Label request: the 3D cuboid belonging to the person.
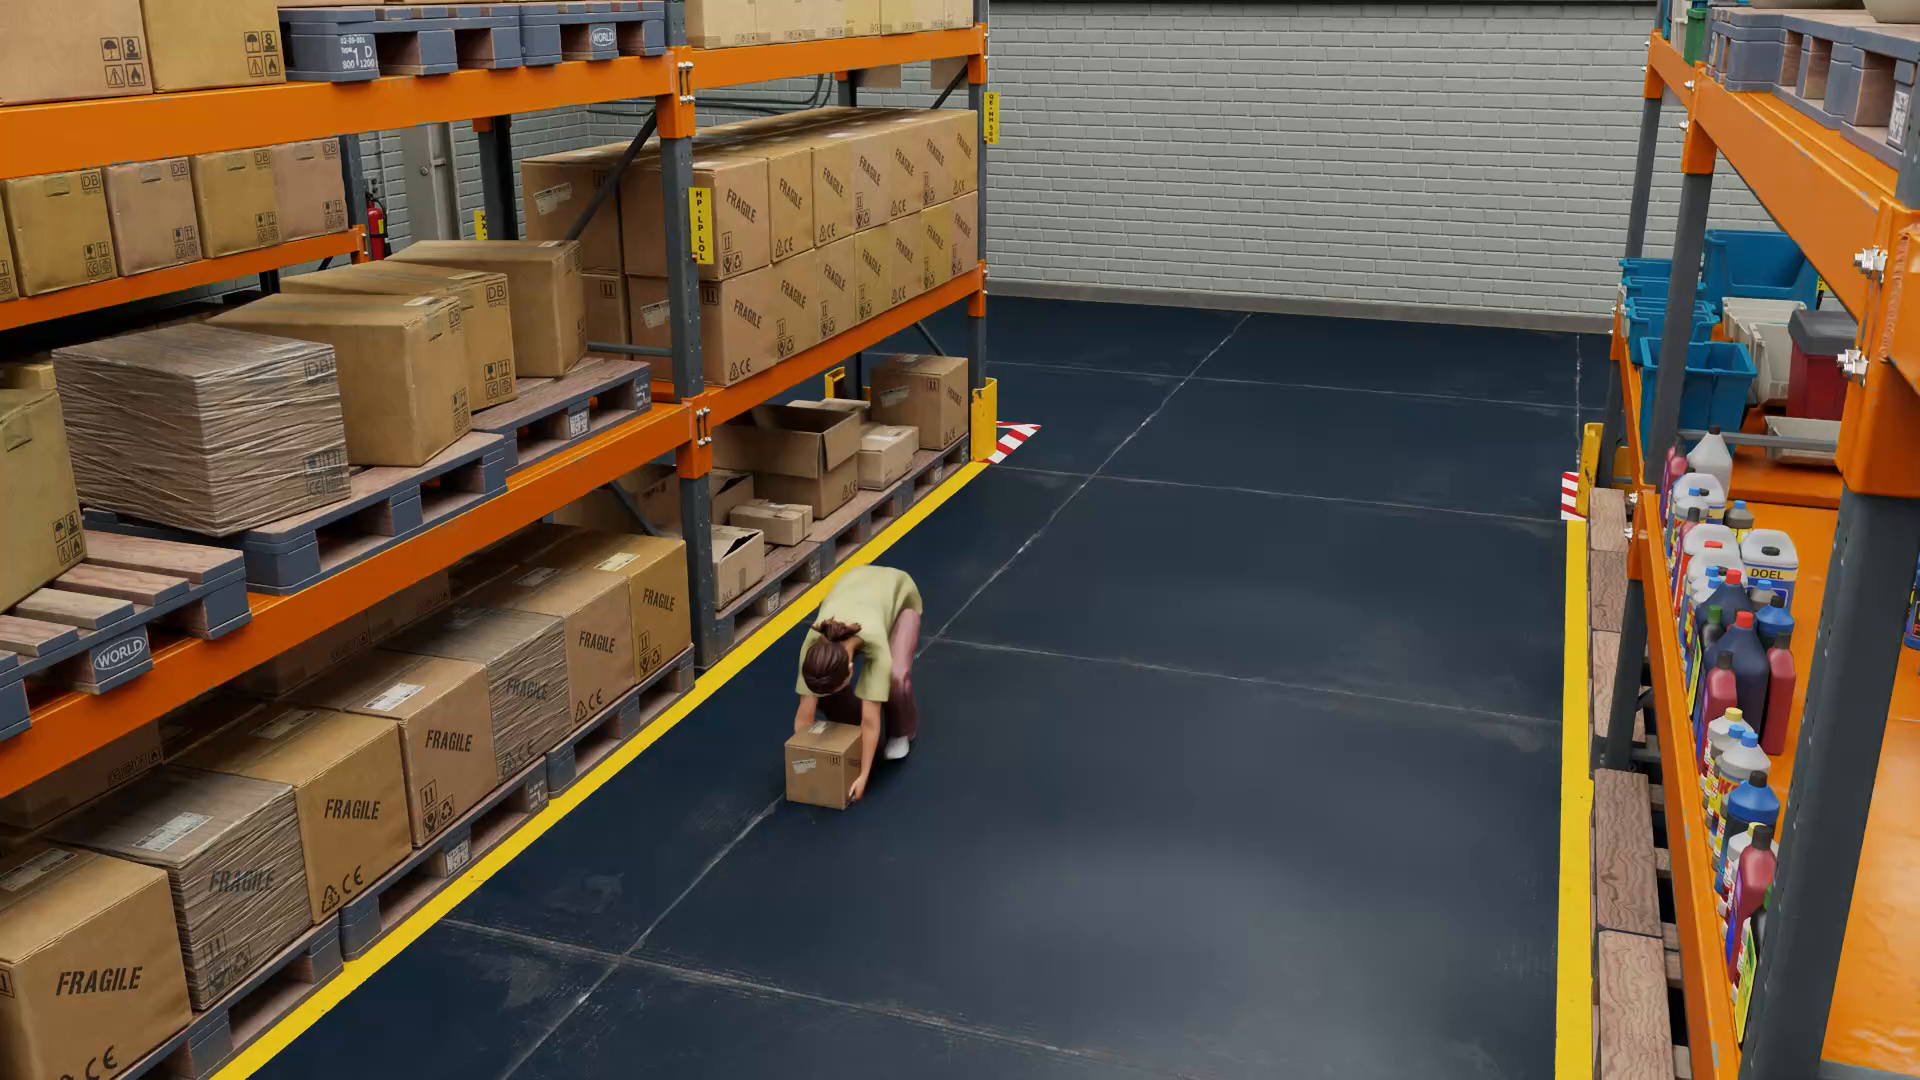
[{"bbox_3d":[-0.417,0.564,6.836,0.472,0.795,0.864,6,20,17],"label":"person"}]
